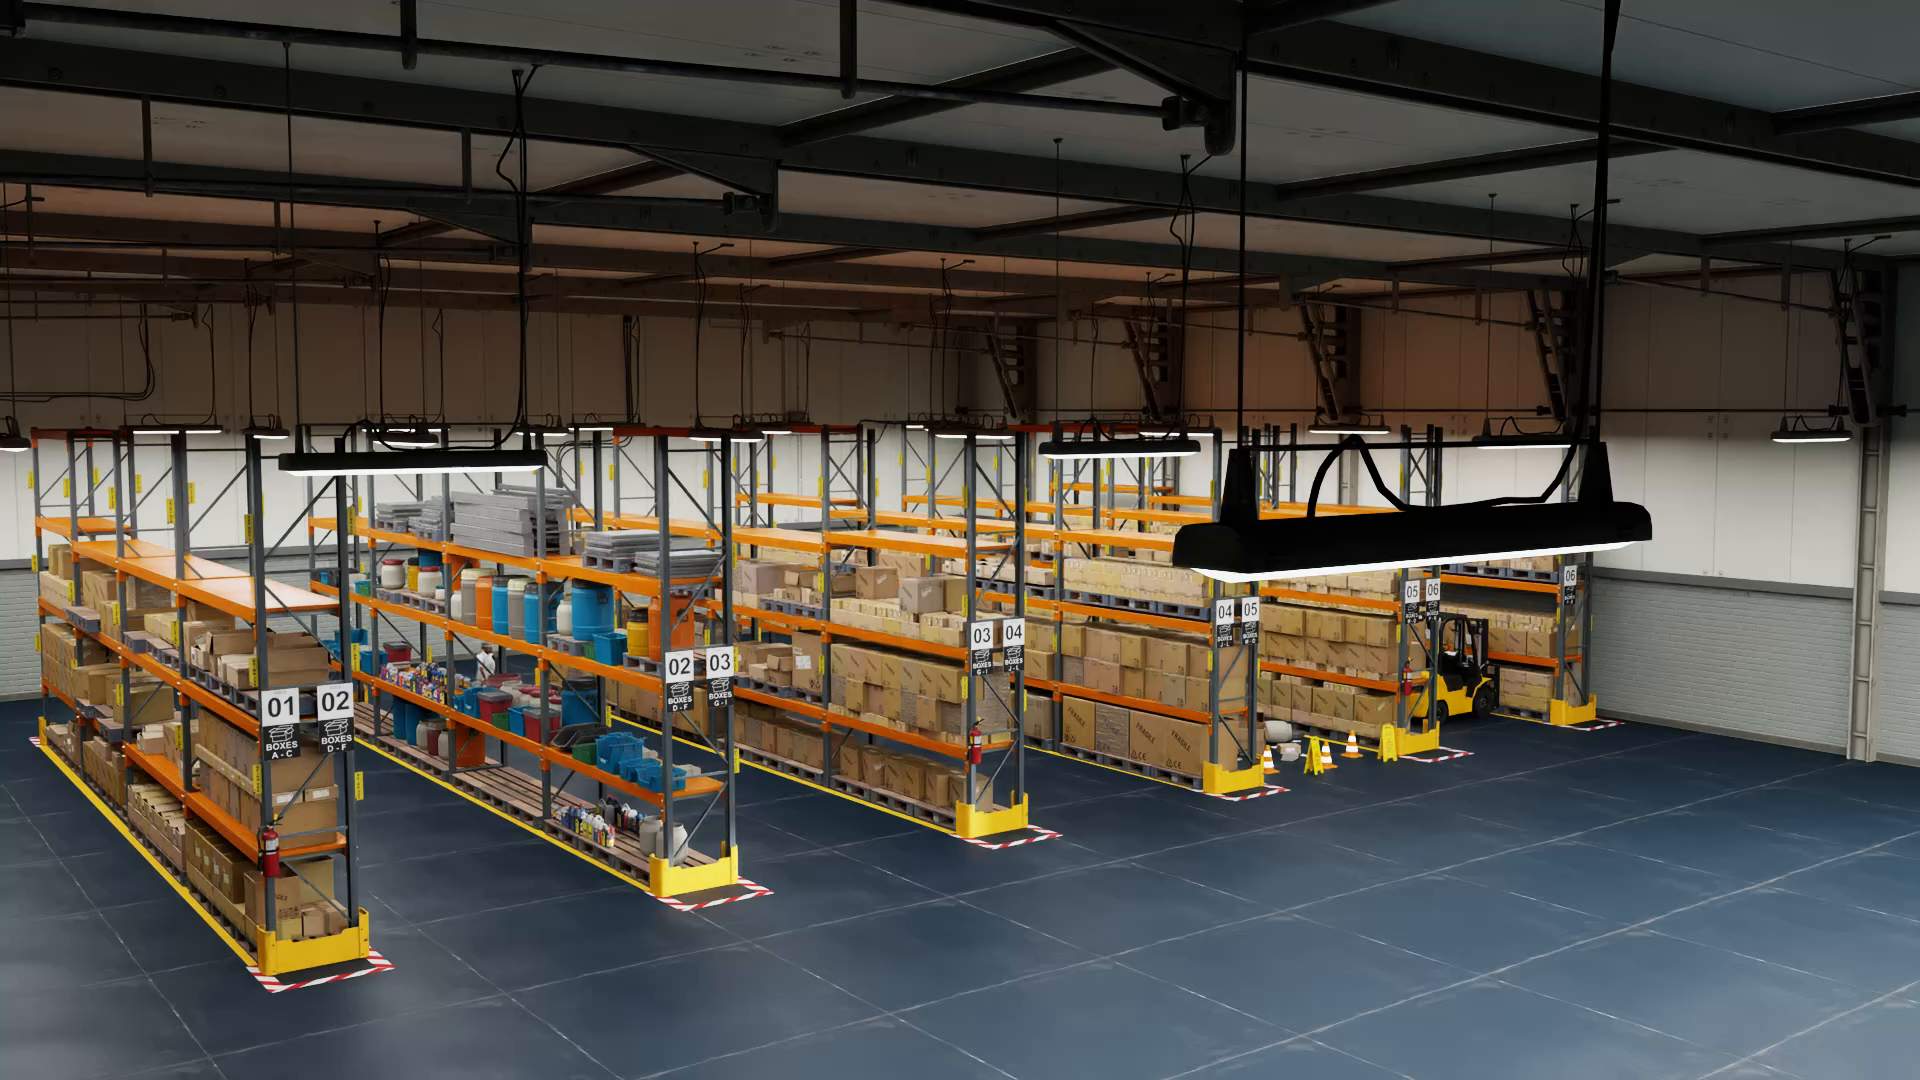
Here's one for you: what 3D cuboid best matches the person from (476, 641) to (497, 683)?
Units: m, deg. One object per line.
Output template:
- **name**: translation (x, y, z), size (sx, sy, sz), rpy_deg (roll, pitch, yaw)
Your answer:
- **person**: translation (-9.672, 2.849, 34.094), size (1.068, 1.582, 0.438), rpy_deg (4, 6, 38)
